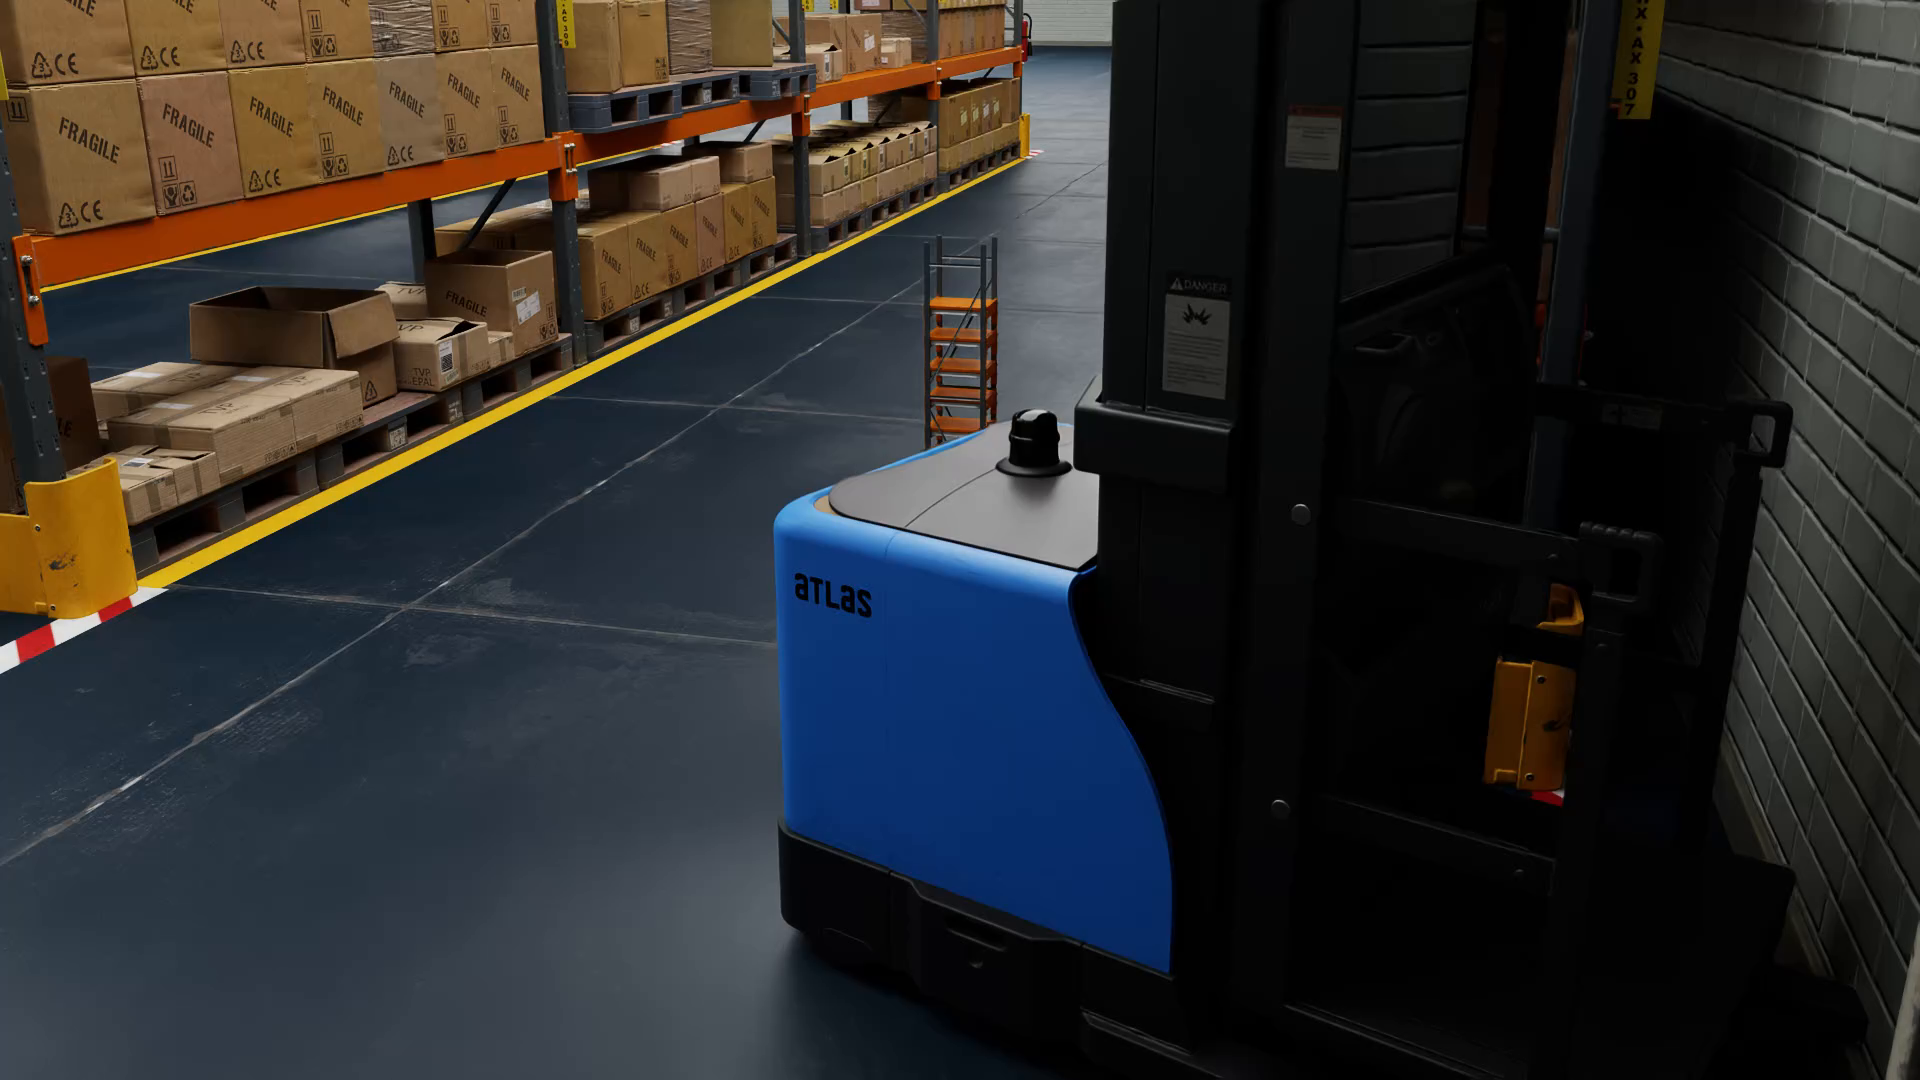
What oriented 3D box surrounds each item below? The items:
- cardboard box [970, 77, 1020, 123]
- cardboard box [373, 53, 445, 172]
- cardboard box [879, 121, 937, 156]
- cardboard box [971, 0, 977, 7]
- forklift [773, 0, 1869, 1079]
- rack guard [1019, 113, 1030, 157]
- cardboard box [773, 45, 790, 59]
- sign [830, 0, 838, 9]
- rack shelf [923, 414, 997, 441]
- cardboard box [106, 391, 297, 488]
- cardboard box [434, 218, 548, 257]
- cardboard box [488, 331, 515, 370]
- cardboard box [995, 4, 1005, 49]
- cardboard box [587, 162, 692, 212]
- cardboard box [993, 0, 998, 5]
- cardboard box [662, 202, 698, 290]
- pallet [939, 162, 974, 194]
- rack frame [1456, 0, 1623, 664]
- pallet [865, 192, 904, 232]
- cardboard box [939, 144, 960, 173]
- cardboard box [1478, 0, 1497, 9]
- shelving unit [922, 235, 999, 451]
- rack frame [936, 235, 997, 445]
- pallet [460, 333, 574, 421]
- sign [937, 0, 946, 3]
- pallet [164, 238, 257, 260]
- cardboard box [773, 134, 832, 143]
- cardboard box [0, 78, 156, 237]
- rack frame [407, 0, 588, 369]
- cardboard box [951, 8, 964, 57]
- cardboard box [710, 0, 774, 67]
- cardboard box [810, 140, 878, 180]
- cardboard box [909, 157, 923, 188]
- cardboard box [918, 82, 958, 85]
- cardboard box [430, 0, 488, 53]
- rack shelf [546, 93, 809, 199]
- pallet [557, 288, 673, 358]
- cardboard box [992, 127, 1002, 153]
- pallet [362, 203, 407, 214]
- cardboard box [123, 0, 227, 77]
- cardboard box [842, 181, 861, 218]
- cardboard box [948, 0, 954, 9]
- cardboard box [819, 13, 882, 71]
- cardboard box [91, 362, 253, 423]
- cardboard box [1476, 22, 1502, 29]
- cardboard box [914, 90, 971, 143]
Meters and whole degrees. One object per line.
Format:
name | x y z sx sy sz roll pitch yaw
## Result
cardboard box | 0.421 -5.286 19.968 0.500 0.500 0.500 5 19 13
cardboard box | -2.789 -2.012 7.782 0.500 0.500 0.500 5 20 15
cardboard box | -0.534 -3.985 16.451 0.500 0.311 0.500 5 19 13
cardboard box | -0.022 -5.959 18.334 0.380 0.149 0.250 4 19 13
forklift | 1.074 -0.294 3.015 3.031 2.935 1.130 13 23 33
rack guard | 0.270 -5.050 20.699 1.175 0.500 0.348 5 19 13
cardboard box | -1.560 -3.786 13.270 0.500 0.311 0.500 6 20 17
sign | -1.252 -5.462 16.577 0.100 0.325 0.005 5 19 13
rack shelf | 0.004 -0.417 6.560 0.258 0.103 0.180 5 19 13
cardboard box | -3.115 -0.422 6.856 0.500 0.250 0.500 5 19 13
cardboard box | -2.825 -1.667 10.113 0.500 0.500 0.500 5 19 13
cardboard box | -2.566 -1.000 8.705 0.380 0.149 0.250 5 19 13
cardboard box | 0.137 -6.127 19.832 0.700 0.500 0.500 5 19 13
cardboard box | -2.069 -2.290 10.778 0.500 0.250 0.500 5 19 13
cardboard box | 0.230 -6.283 19.282 0.380 0.149 0.250 4 19 13
cardboard box | -2.065 -1.946 10.931 0.500 0.500 0.500 5 19 14
pallet | -0.478 -3.898 17.773 1.003 0.211 1.213 5 19 13
rack frame | 1.159 -0.820 4.449 1.000 3.000 0.127 5 19 13
pallet | -1.152 -3.035 15.245 1.003 0.211 1.213 5 19 13
cardboard box | -0.306 -3.991 17.335 0.500 0.250 0.500 5 19 13
cardboard box | 2.501 -2.750 8.293 0.500 0.250 0.500 5 20 15
shelving unit | 0.004 -0.572 6.507 0.258 1.200 0.189 5 19 13
rack frame | 0.026 -0.601 6.591 0.240 1.200 0.006 5 19 13
pallet | -2.837 -0.929 9.082 1.003 0.211 1.213 5 19 13
sign | -0.185 -5.442 16.312 0.100 0.325 0.005 5 19 13
pallet | -6.645 -2.540 13.798 1.003 0.211 1.213 5 19 13
cardboard box | -1.430 -3.543 15.156 0.500 0.311 0.500 5 20 15
cardboard box | -3.281 -1.376 5.921 0.500 0.500 0.500 5 20 15
rack frame | -2.668 -2.464 9.261 1.000 3.000 0.127 5 19 13
cardboard box | -0.362 -5.481 17.940 0.700 0.500 0.500 5 19 14
cardboard box | -1.735 -3.758 12.244 0.700 0.500 0.500 -2 19 -5
cardboard box | -1.031 -3.347 14.582 0.500 0.311 0.500 4 19 12
cardboard box | -0.659 -3.558 16.068 0.500 0.250 0.500 4 19 13
cardboard box | -0.313 -5.013 19.167 0.500 0.500 0.500 5 19 13
cardboard box | -2.663 -2.645 8.089 0.500 0.500 0.500 4 19 12
rack shelf | -2.179 -2.751 11.213 1.077 0.370 4.000 5 19 13
pallet | -2.506 -1.402 10.467 1.003 0.211 1.213 5 19 13
cardboard box | 0.188 -4.617 19.168 0.500 0.250 0.500 5 19 13
pallet | -5.966 -3.412 16.349 1.003 0.211 1.213 5 19 13
cardboard box | -3.161 -2.014 6.241 0.500 0.500 0.500 5 19 14
cardboard box | -1.156 -2.914 14.183 0.500 0.250 0.500 4 19 12
cardboard box | -0.275 -5.637 17.392 0.380 0.149 0.250 4 19 13
cardboard box | -1.046 -4.614 15.402 0.500 0.500 0.500 6 20 17
cardboard box | -3.490 -0.603 7.385 0.500 0.250 0.500 5 19 13
cardboard box | 1.441 -1.352 5.541 0.980 0.700 0.700 5 19 13
cardboard box | -0.182 -4.502 17.672 0.500 0.500 0.500 5 19 13
